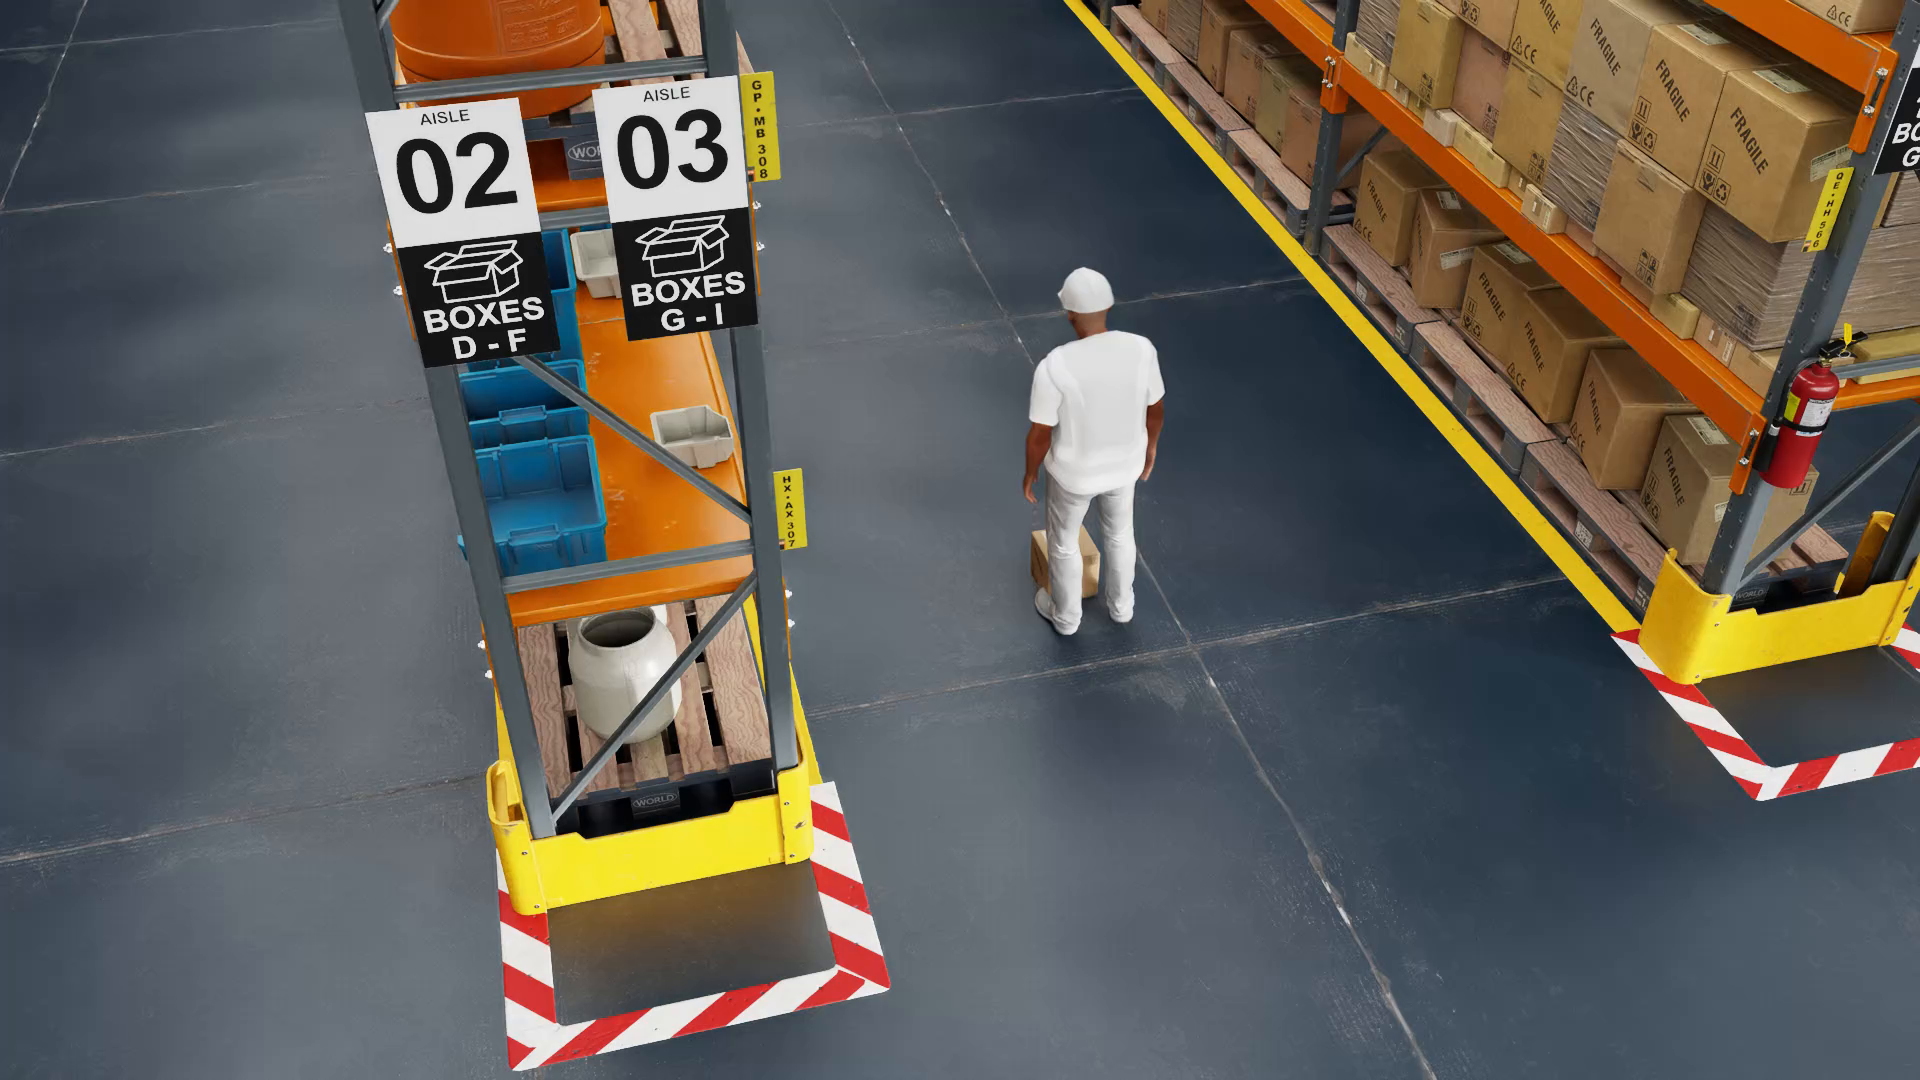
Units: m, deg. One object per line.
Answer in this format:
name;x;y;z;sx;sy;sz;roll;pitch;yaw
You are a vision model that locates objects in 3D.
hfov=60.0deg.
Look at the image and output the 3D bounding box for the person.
person;0.559;-0.350;7.150;0.626;1.759;0.463;-11;39;-14
